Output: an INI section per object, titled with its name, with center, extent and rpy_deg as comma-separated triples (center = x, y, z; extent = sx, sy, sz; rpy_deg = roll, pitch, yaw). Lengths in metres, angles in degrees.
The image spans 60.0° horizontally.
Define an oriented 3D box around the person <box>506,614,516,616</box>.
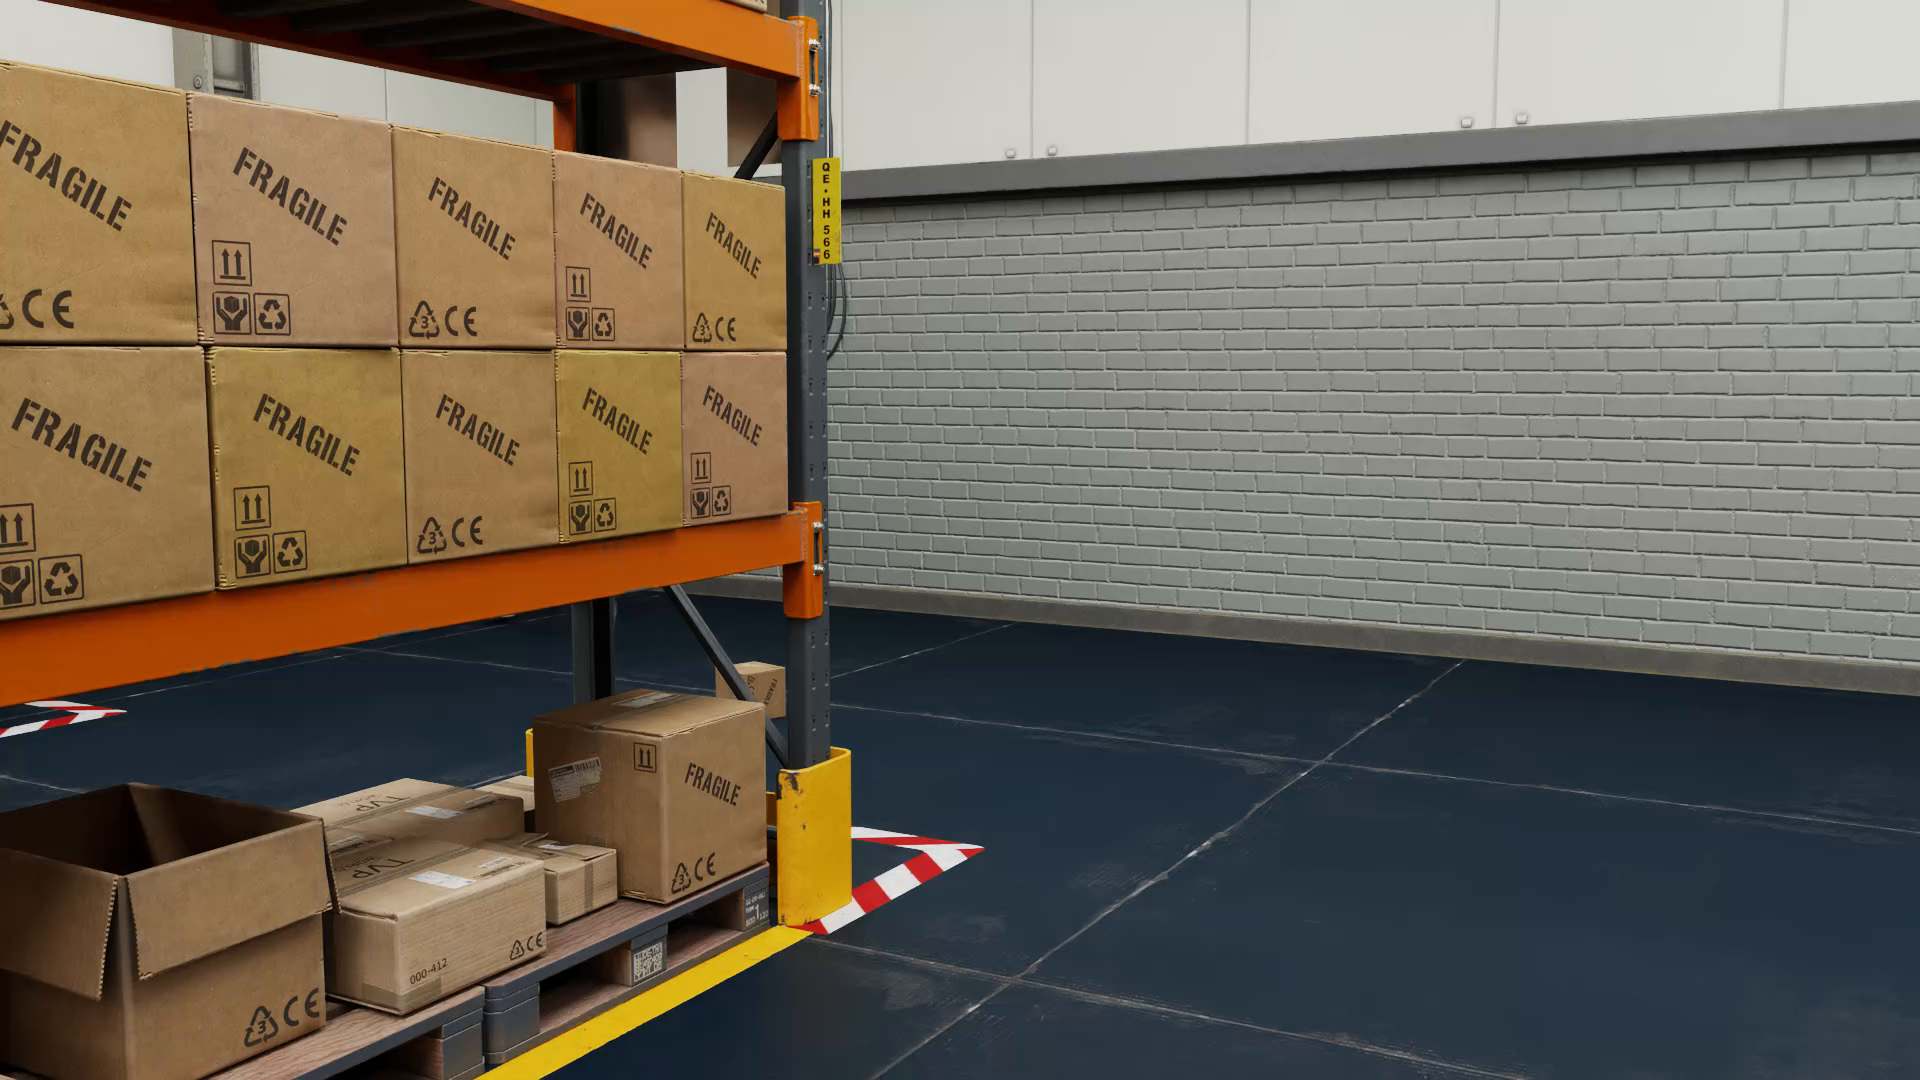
[person]
center = -3.384, -0.277, 11.483
extent = 0.817, 1.666, 0.478
rpy_deg = 5, 8, 41
